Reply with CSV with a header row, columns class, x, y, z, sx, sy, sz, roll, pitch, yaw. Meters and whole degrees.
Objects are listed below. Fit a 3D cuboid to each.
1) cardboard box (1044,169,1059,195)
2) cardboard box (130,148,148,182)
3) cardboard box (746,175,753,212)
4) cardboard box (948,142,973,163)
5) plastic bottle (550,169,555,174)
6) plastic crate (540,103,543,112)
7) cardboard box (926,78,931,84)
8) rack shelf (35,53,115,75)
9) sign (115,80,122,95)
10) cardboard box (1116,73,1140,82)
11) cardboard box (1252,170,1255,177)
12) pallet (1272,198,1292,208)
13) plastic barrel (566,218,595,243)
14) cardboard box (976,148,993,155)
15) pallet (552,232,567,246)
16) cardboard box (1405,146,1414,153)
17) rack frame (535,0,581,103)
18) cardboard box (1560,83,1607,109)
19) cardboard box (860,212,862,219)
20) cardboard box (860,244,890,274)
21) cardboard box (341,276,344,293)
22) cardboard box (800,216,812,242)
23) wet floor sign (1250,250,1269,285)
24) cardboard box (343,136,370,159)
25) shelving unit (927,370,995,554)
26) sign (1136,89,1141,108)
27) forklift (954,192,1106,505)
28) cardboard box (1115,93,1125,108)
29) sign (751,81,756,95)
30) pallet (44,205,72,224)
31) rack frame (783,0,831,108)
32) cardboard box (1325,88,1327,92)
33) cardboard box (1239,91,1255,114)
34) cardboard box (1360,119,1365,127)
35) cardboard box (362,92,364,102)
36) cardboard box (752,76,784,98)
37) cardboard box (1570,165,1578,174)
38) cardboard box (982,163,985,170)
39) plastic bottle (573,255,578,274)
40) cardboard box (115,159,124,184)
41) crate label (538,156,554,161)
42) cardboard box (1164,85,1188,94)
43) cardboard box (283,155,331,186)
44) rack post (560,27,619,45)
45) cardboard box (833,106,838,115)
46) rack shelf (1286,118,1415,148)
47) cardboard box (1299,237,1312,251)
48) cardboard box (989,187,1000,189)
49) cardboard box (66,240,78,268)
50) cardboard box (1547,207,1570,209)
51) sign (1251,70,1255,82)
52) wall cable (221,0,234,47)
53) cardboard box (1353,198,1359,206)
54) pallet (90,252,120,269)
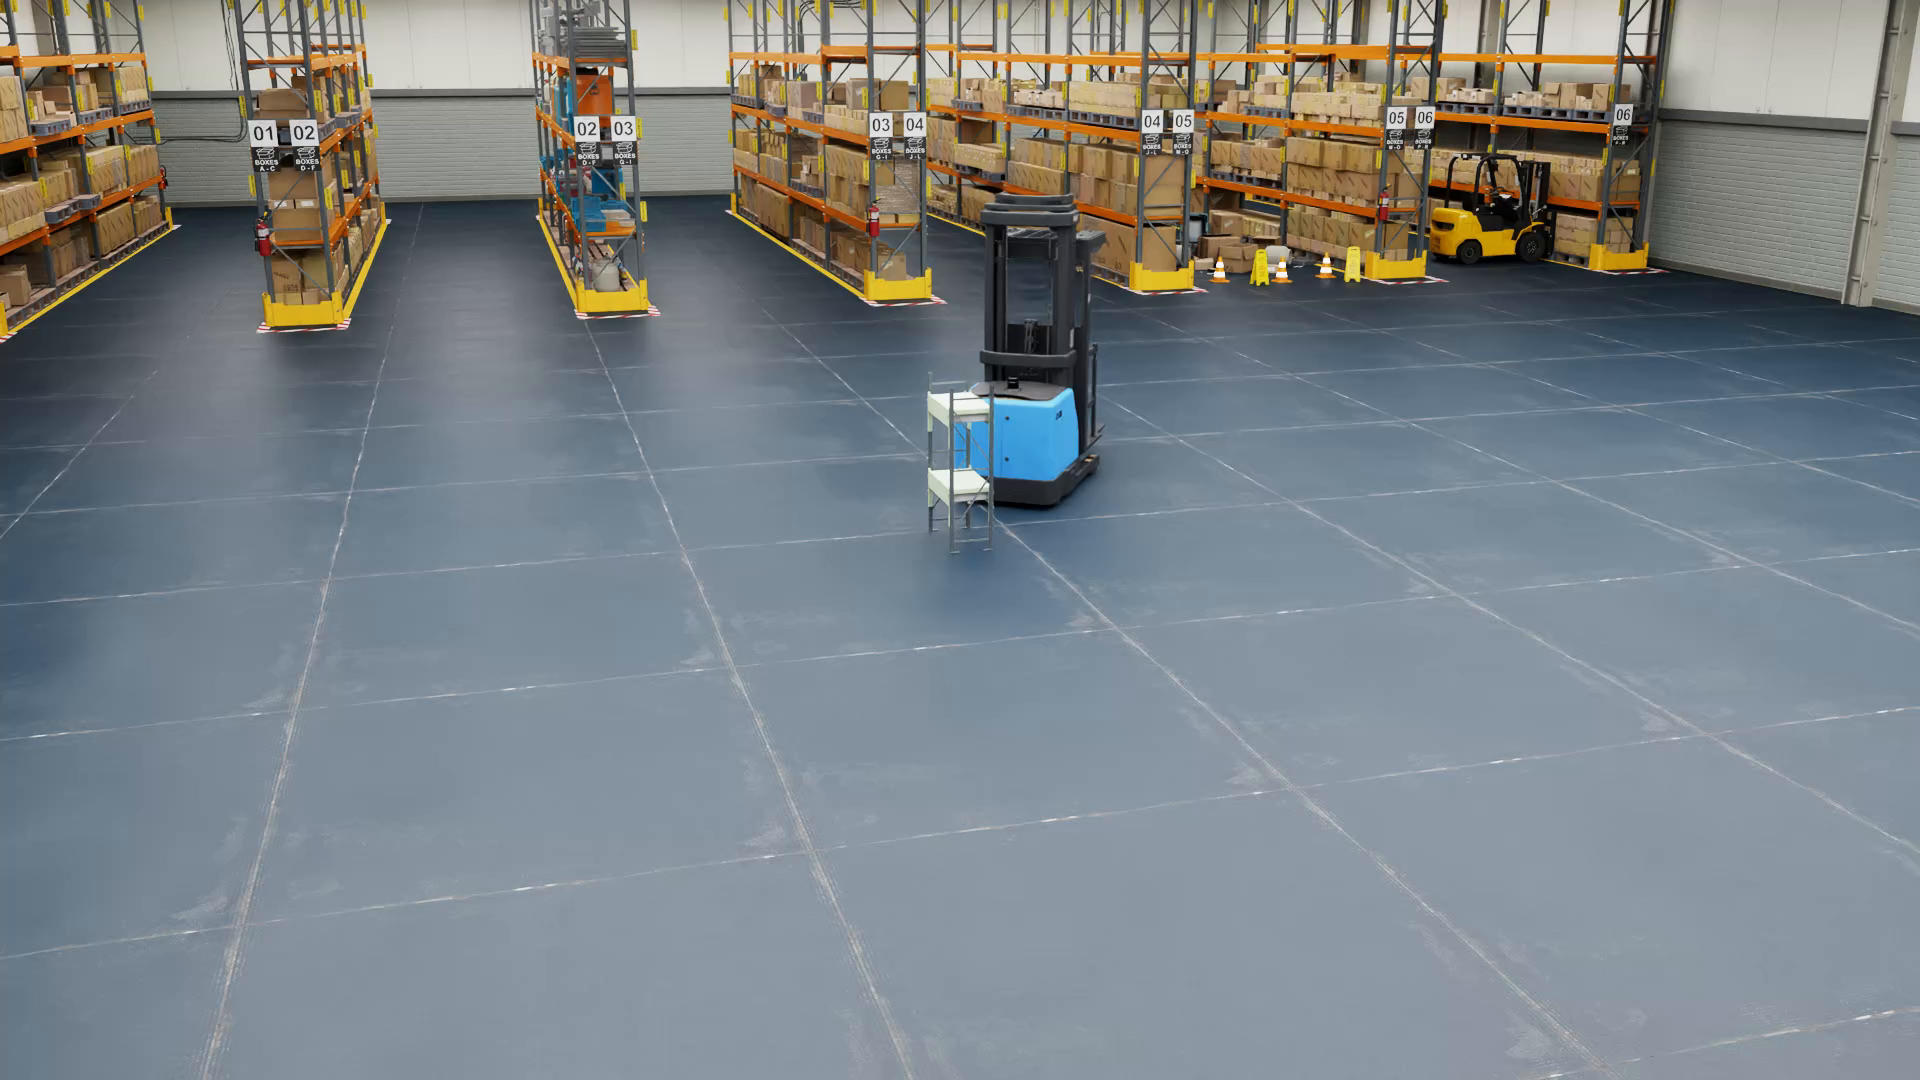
class,x,y,z,sx,sy,sz,roll,pitch,yaw
cardboard box,2.076,-7.514,34.877,0.500,0.500,0.500,-5,17,-16
cardboard box,-19.206,-8.575,38.061,0.980,0.700,0.700,-6,18,-18
cardboard box,-4.977,-8.919,42.692,0.875,0.875,0.875,-5,17,-15
cardboard box,0.012,-9.718,41.696,0.500,0.500,0.500,-5,17,-15
plastic bottle,-9.281,-8.341,38.021,0.152,0.276,0.135,-5,17,-15
plastic crate,-9.550,-10.089,38.776,0.450,0.188,0.662,-5,17,-15
cardboard box,-0.689,-11.990,43.436,0.380,0.149,0.250,-4,17,-14
rack shelf,-18.118,-9.661,33.715,1.077,0.370,4.000,-5,17,-15
sign,-18.149,-9.757,35.860,0.100,0.325,0.005,-5,17,-15
cardboard box,4.459,-12.106,44.045,0.500,0.500,0.500,-4,17,-14
cardboard box,6.673,-8.107,36.732,0.380,0.149,0.250,-5,17,-15
pallet,9.393,-9.421,46.248,1.003,0.211,1.213,-5,17,-15
plastic barrel,-8.194,-6.850,35.881,0.600,0.830,0.708,-5,17,-15
cardboard box,0.587,-9.132,39.111,0.380,0.149,0.250,-4,17,-13
pallet,-8.632,-6.770,37.421,1.003,0.211,1.213,-5,17,-15
cardboard box,10.823,-9.369,39.926,0.380,0.149,0.250,-4,17,-14
rack frame,-9.142,-11.533,38.003,1.000,3.000,0.127,-5,17,-15
cardboard box,12.676,-9.037,33.830,0.700,0.500,0.500,-5,17,-15
cardboard box,-1.599,-5.879,30.045,0.380,0.149,0.250,-5,17,-15
cardboard box,-1.589,-5.248,31.121,0.500,0.500,0.500,-3,17,-10
cardboard box,-10.952,-4.416,28.785,0.500,0.250,0.500,-5,17,-15
cardboard box,-3.078,-6.775,36.171,0.700,0.500,0.500,-6,18,-18
wet floor sign,5.626,-5.118,31.165,0.267,0.644,0.232,-8,18,-25
cardboard box,-13.765,-8.949,37.916,0.500,0.500,0.500,-4,17,-14
shelving unit,0.002,-0.716,15.028,0.431,1.500,0.755,-5,17,-15
sign,3.189,-7.880,29.655,0.100,0.325,0.005,-5,17,-15
forklift,0.860,-2.126,17.234,1.130,2.935,3.031,5,18,17
cardboard box,3.175,-8.105,30.643,0.500,0.250,0.500,-5,17,-15
sign,-4.913,-10.730,39.505,0.100,0.325,0.005,-5,17,-15
pallet,-16.540,-5.795,29.662,1.003,0.211,1.213,-5,17,-15
rack frame,-3.281,-10.819,35.624,1.000,3.000,0.127,-5,17,-15
cardboard box,9.657,-11.606,42.991,0.380,0.149,0.250,-5,17,-15
cardboard box,6.694,-9.795,37.252,0.797,0.503,0.637,-5,17,-15
cardboard box,7.939,-8.051,32.062,0.380,0.149,0.250,-4,17,-14
cardboard box,-13.940,-10.166,38.057,0.500,0.250,0.500,-5,17,-15
cardboard box,-4.653,-10.997,40.354,0.700,0.500,0.500,-6,18,-19
cardboard box,12.684,-7.556,33.890,0.380,0.149,0.250,-5,17,-16
cardboard box,0.736,-8.700,38.704,0.380,0.149,0.250,-5,17,-16
plastic bottle,-7.121,-5.133,30.965,0.144,0.351,0.185,-4,17,-14
cardboard box,-18.149,-7.829,35.373,0.500,0.500,0.500,-5,17,-15
crate label,-10.490,-9.621,42.251,0.416,0.233,0.303,-5,17,-15
cardboard box,3.929,-8.161,30.138,0.380,0.149,0.250,-5,17,-15
cardboard box,-11.440,-6.464,29.126,0.700,0.500,0.500,-5,17,-15
rack post,-6.407,-8.711,28.740,0.937,0.300,0.954,-5,17,-16
cardboard box,-2.196,-8.135,31.472,0.380,0.149,0.250,-5,17,-15
rack shelf,7.896,-8.161,33.242,1.077,0.370,4.000,-5,17,-15
cardboard box,7.407,-6.175,34.644,0.500,0.250,0.500,-4,17,-12
cardboard box,0.993,-8.450,40.478,0.500,0.250,0.500,-4,17,-13
cardboard box,-17.291,-5.437,31.718,0.700,0.500,0.500,-5,17,-15
cardboard box,12.719,-6.978,35.579,0.500,0.250,0.500,-5,17,-15
sign,8.299,-13.147,47.071,0.100,0.325,0.005,-5,17,-15
wall cable,-18.377,-14.595,44.814,3.097,2.526,0.112,-5,17,-15
cardboard box,7.911,-6.616,32.498,0.380,0.149,0.250,-5,17,-16
pallet,-17.713,-5.659,33.723,1.003,0.211,1.213,-5,17,-15
